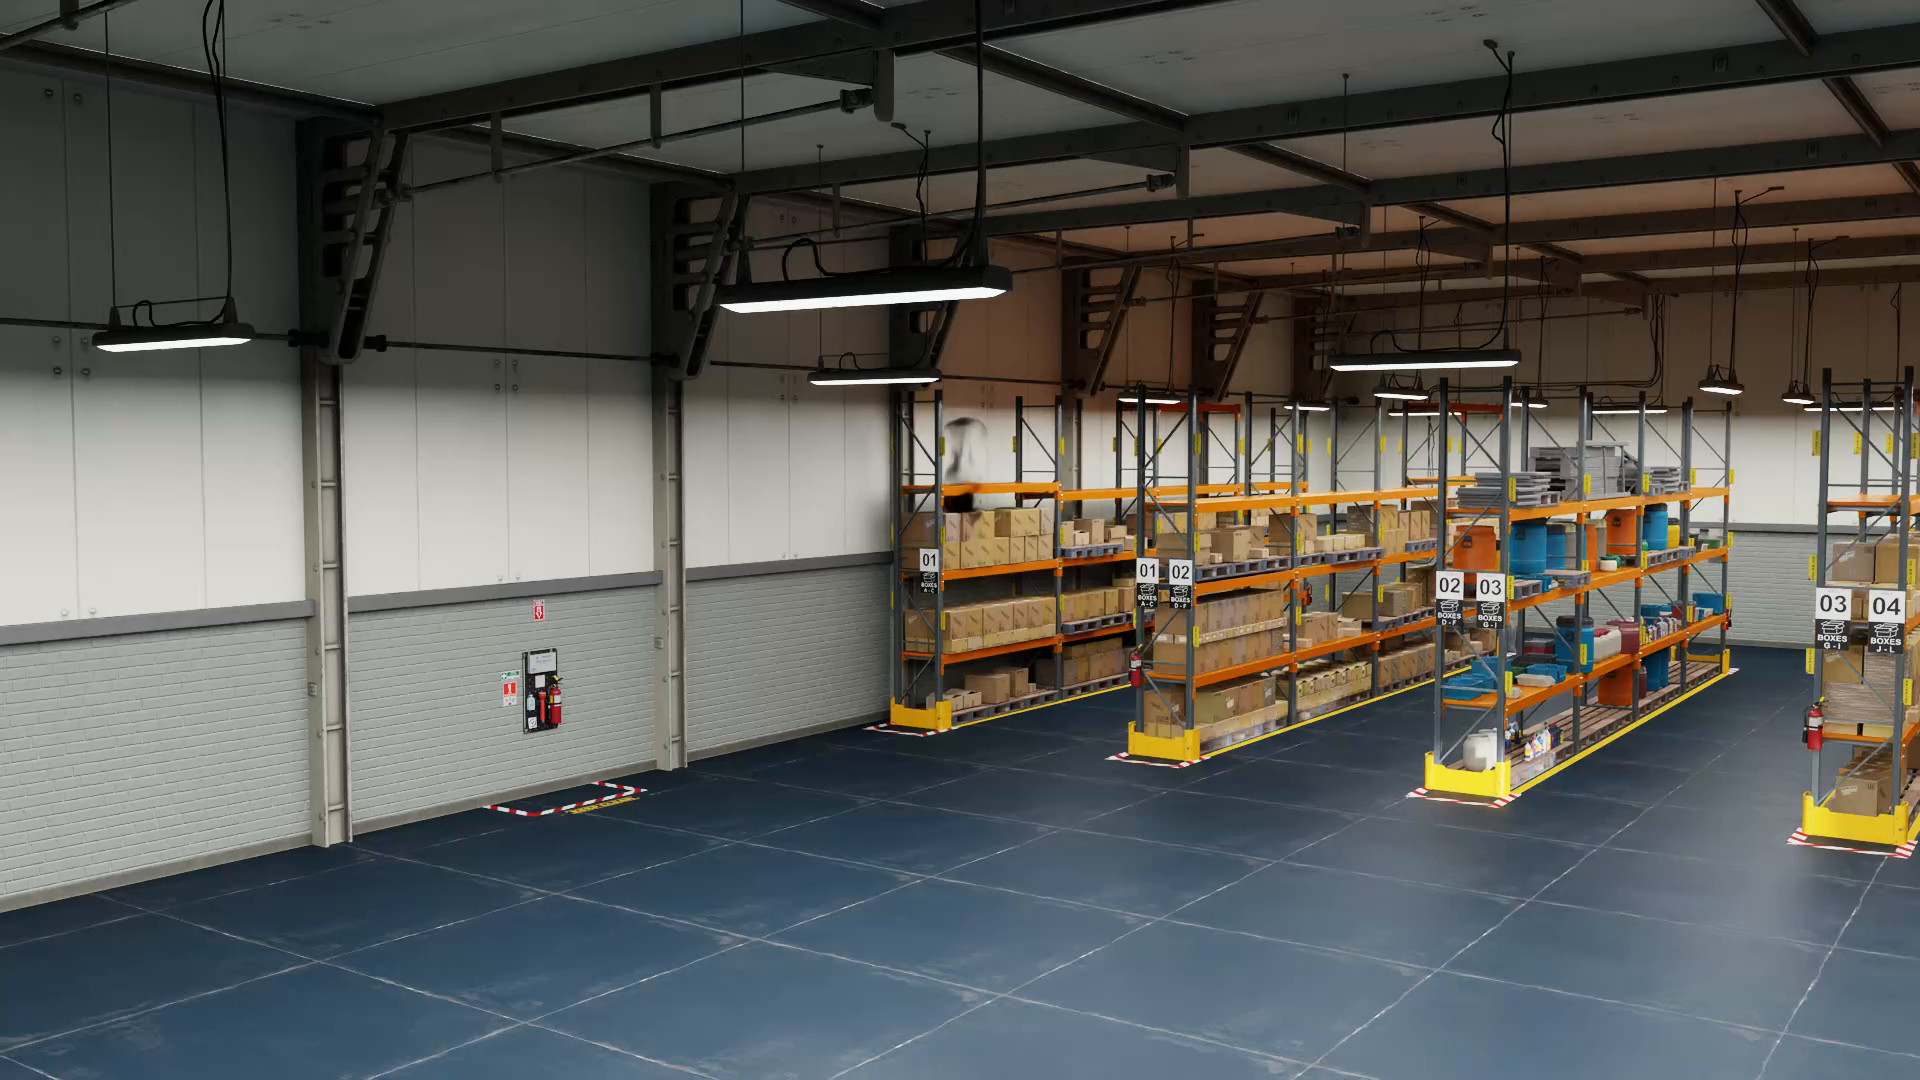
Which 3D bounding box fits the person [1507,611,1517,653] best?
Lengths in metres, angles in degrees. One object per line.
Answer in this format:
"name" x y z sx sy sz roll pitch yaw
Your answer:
"person" 13.300 1.914 40.482 0.621 1.671 0.631 3 4 43
